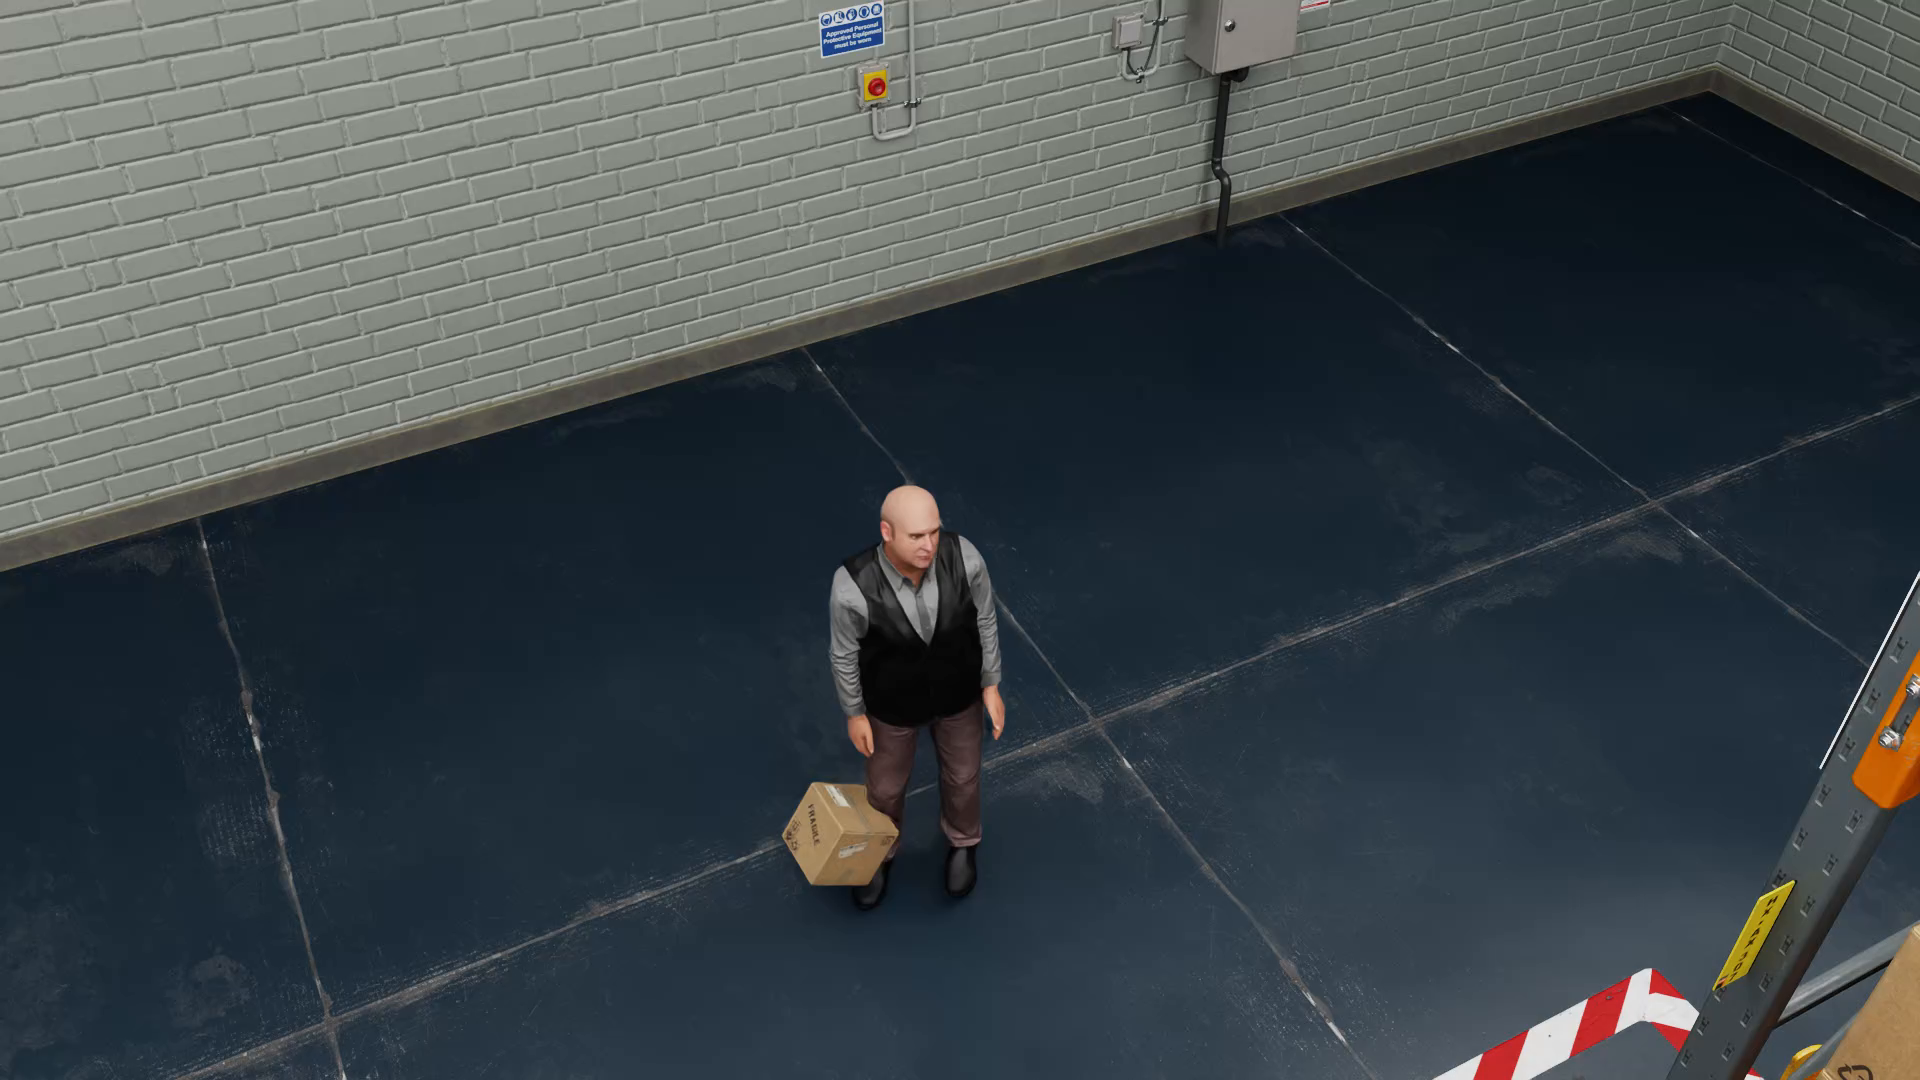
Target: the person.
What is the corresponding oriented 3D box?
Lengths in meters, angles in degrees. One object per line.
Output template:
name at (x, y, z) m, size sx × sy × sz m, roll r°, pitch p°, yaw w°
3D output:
person at (-0.143, 0.539, 5.519) m, size 0.559 × 1.737 × 0.414 m, roll -12°, pitch 42°, yaw -14°
